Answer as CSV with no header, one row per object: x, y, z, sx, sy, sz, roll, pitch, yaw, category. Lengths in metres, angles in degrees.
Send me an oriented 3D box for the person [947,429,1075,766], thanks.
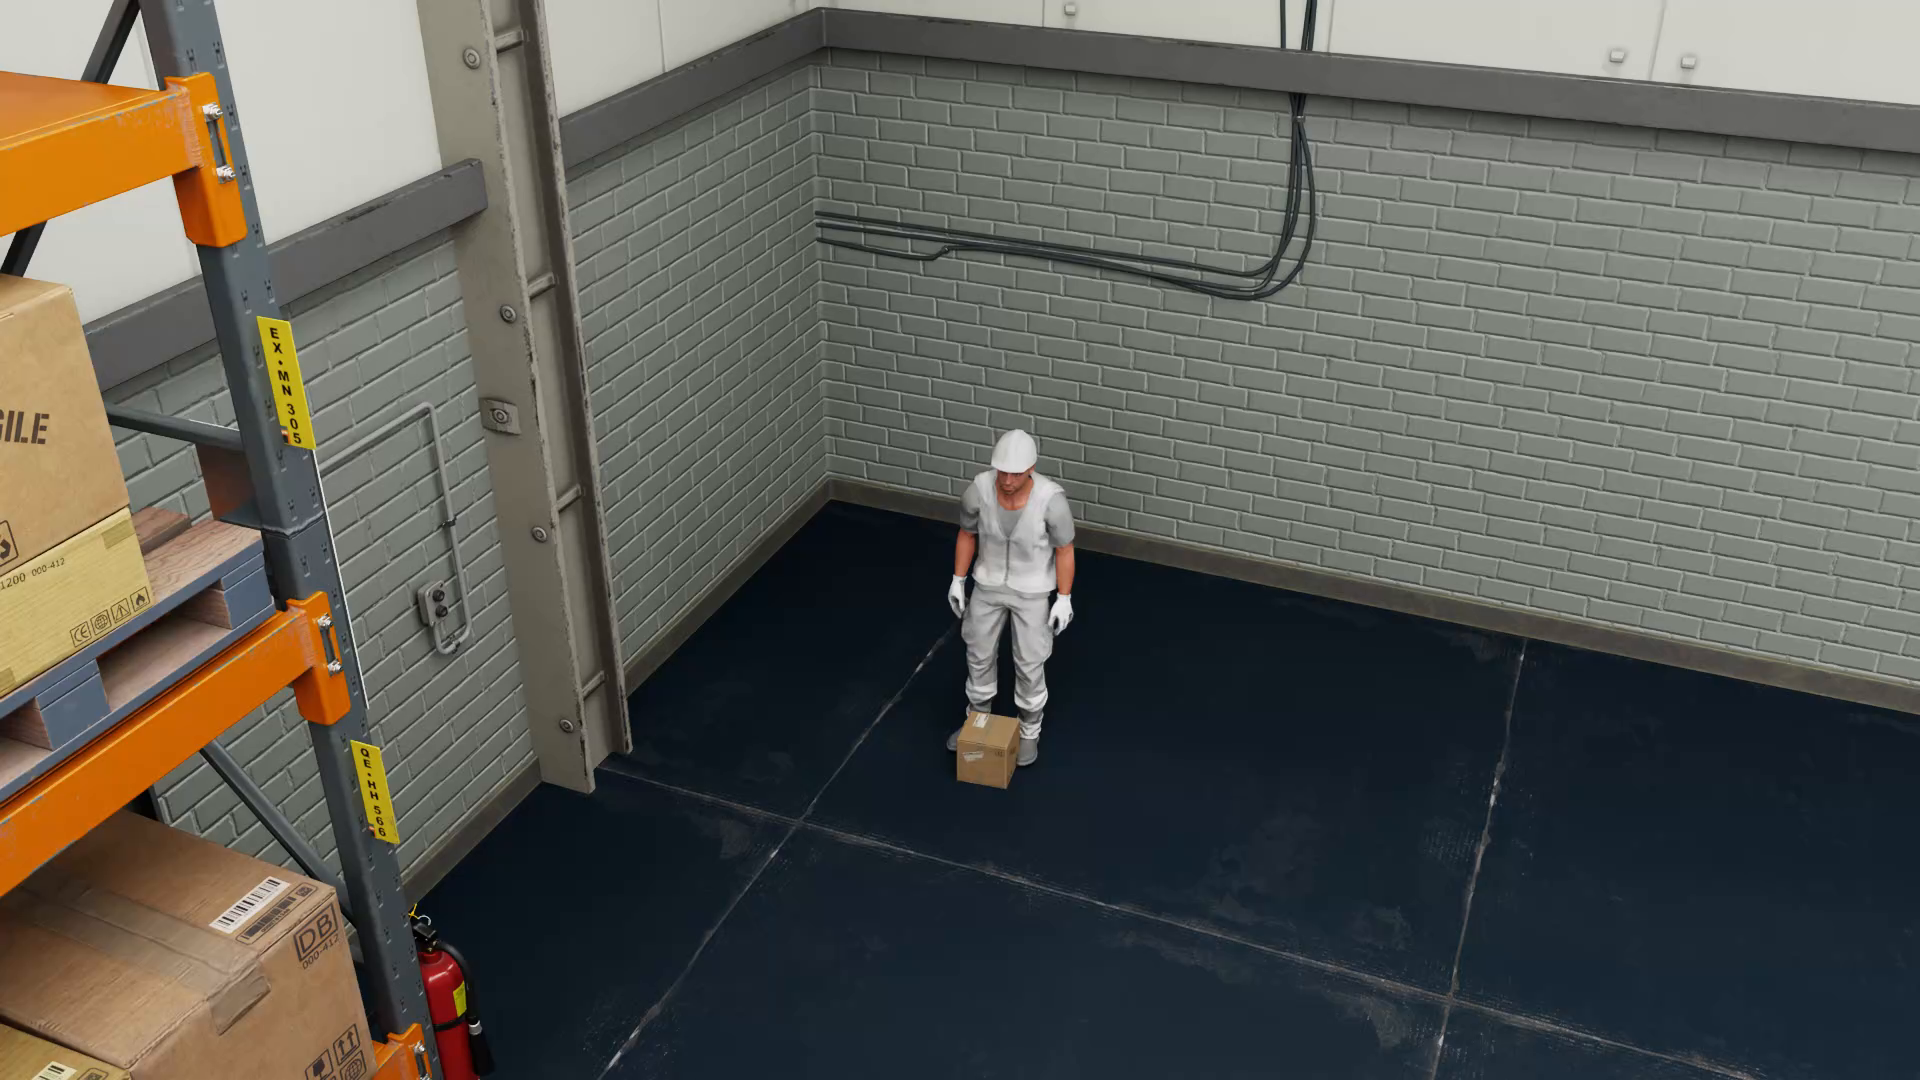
0.242,0.260,7.924,0.616,1.778,0.453,9,31,16,person
